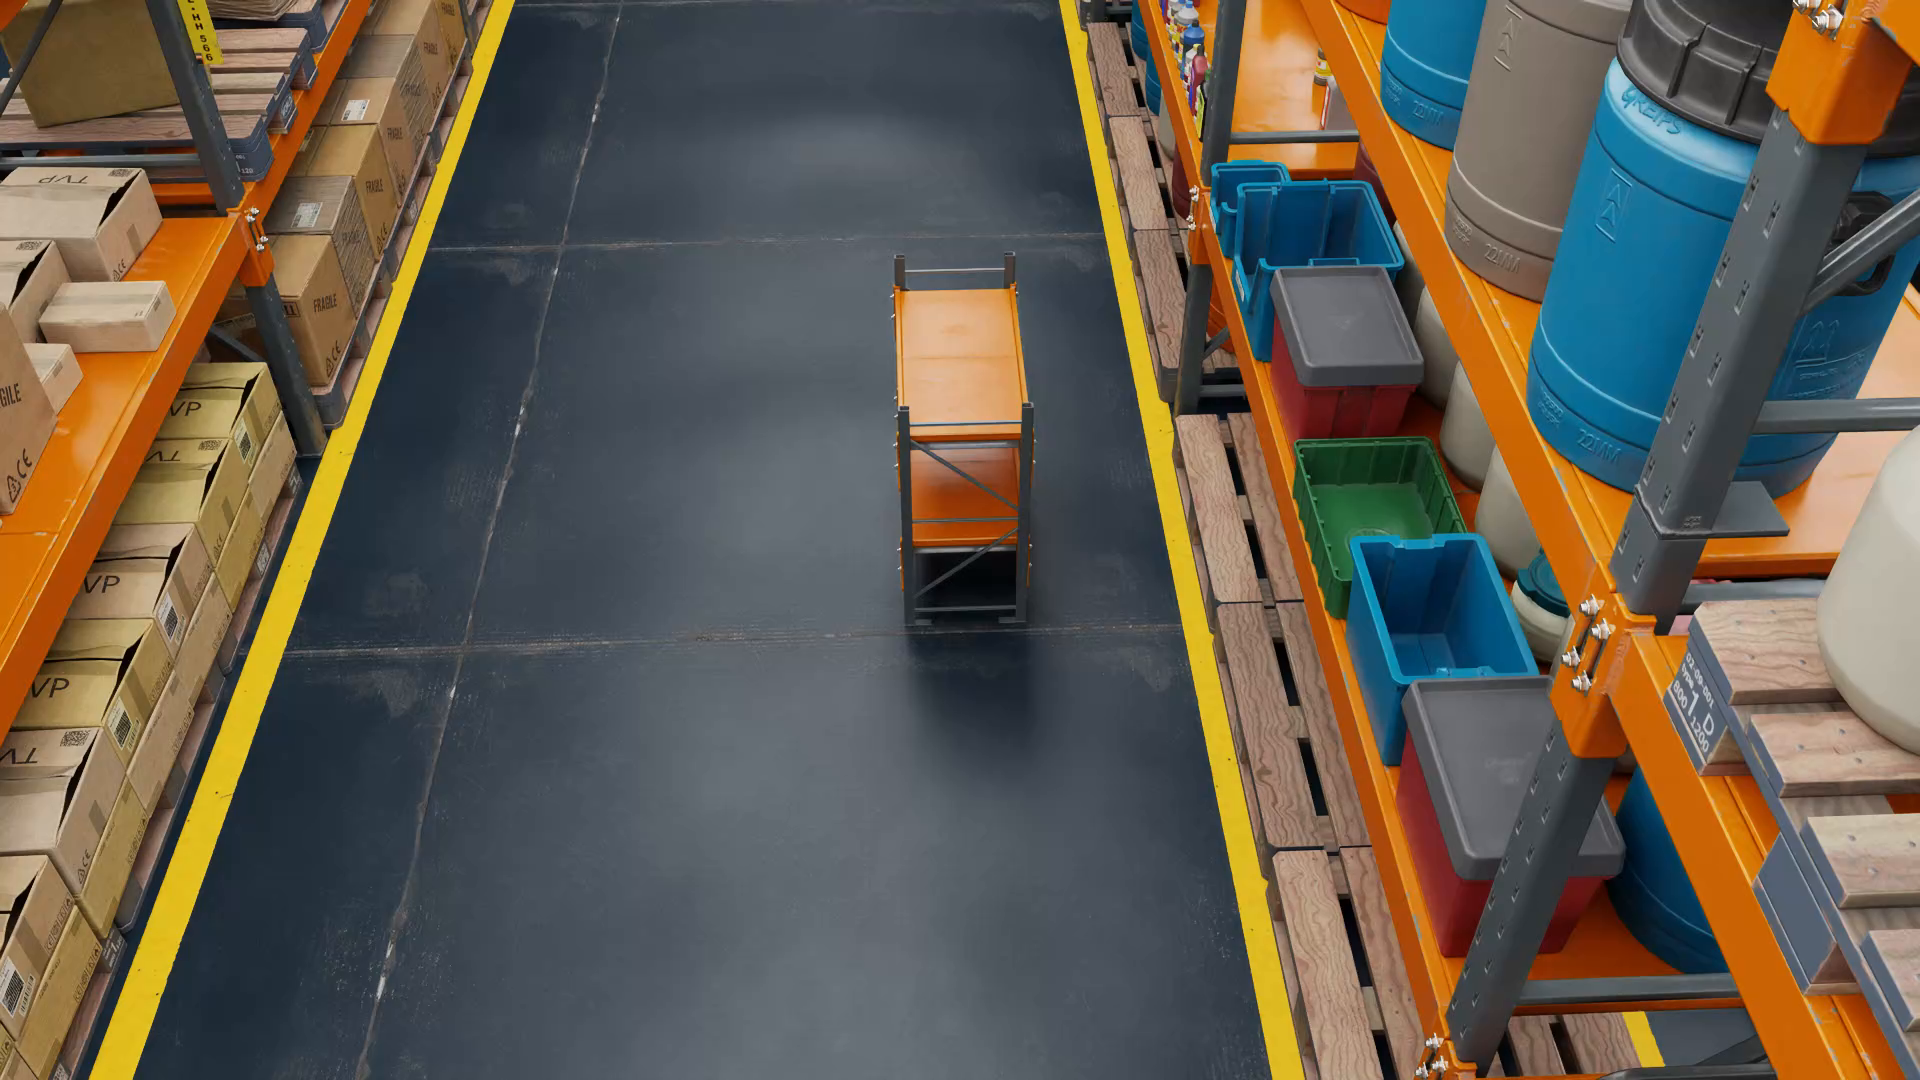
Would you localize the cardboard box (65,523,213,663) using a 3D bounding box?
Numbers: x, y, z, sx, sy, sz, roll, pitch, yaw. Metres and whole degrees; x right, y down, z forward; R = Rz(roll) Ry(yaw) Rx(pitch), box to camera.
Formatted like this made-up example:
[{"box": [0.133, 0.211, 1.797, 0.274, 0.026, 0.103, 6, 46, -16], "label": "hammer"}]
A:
[{"box": [-3.126, 0.179, 6.144, 0.500, 0.311, 0.500, -2, 43, -2], "label": "cardboard box"}]

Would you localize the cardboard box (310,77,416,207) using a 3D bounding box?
[{"box": [-3.247, -2.112, 8.859, 0.500, 0.500, 0.500, -3, 43, -3], "label": "cardboard box"}]

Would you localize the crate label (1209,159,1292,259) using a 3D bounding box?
[{"box": [1.151, -1.294, 6.566, 0.303, 0.233, 0.416, -2, 43, -2], "label": "crate label"}]

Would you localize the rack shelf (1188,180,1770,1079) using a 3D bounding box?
[{"box": [1.592, -0.036, 5.602, 1.077, 0.370, 4.000, -2, 43, -2], "label": "rack shelf"}]

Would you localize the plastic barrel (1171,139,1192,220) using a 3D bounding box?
[{"box": [1.422, -2.009, 8.696, 0.600, 0.588, 0.708, -2, 43, -2], "label": "plastic barrel"}]

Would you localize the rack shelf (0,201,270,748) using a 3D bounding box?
[{"box": [-3.357, 0.104, 5.449, 1.077, 0.370, 4.000, -2, 43, -2], "label": "rack shelf"}]

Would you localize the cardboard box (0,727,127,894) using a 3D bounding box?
[{"box": [-3.080, 0.867, 5.393, 0.500, 0.311, 0.500, -3, 43, -3], "label": "cardboard box"}]

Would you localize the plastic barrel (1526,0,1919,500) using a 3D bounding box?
[{"box": [1.439, -0.578, 3.070, 0.600, 0.901, 0.708, -2, 43, -2], "label": "plastic barrel"}]

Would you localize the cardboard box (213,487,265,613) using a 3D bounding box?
[{"box": [-3.150, 0.043, 6.707, 0.500, 0.250, 0.500, -2, 43, -2], "label": "cardboard box"}]

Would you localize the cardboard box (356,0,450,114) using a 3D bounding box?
[{"box": [-3.292, -2.794, 9.602, 0.500, 0.500, 0.500, -2, 43, -2], "label": "cardboard box"}]

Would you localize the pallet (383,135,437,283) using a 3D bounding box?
[{"box": [-3.484, -1.810, 9.069, 1.003, 0.211, 1.213, -2, 43, -2], "label": "pallet"}]

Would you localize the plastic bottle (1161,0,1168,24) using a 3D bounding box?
[{"box": [1.015, -2.641, 7.997, 0.061, 0.283, 0.133, -2, 43, -2], "label": "plastic bottle"}]

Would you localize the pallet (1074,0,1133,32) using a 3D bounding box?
[{"box": [1.267, -3.819, 11.260, 1.003, 0.211, 1.213, -2, 43, -2], "label": "pallet"}]

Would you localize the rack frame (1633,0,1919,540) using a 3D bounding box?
[{"box": [1.677, -1.162, 1.858, 1.000, 3.000, 0.127, -2, 43, -2], "label": "rack frame"}]

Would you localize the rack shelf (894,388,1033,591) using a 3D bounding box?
[{"box": [0.000, -0.239, 7.040, 0.538, 0.278, 1.000, -2, 43, -2], "label": "rack shelf"}]

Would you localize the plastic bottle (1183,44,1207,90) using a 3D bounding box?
[{"box": [1.063, -2.139, 7.510, 0.097, 0.201, 0.097, 0, 43, 0], "label": "plastic bottle"}]

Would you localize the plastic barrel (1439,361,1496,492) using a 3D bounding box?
[{"box": [1.806, -0.440, 5.410, 0.433, 0.535, 0.433, 0, 43, 0], "label": "plastic barrel"}]

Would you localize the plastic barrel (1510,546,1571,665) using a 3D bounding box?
[{"box": [1.774, 0.202, 4.912, 0.301, 0.262, 0.301, 0, 43, 0], "label": "plastic barrel"}]

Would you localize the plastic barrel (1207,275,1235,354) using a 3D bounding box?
[{"box": [1.470, -1.336, 7.783, 0.600, 0.830, 0.708, -2, 43, -2], "label": "plastic barrel"}]

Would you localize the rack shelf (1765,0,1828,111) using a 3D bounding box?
[{"box": [1.592, -2.100, 3.710, 1.077, 0.370, 4.000, -2, 43, -2], "label": "rack shelf"}]

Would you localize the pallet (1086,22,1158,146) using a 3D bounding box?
[{"box": [1.329, -2.801, 10.150, 1.003, 0.211, 1.213, -2, 43, -2], "label": "pallet"}]

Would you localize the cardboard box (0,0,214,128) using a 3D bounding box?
[{"box": [-3.581, -2.125, 6.964, 0.700, 0.500, 0.500, -15, 45, -16], "label": "cardboard box"}]

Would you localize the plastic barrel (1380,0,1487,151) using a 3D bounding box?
[{"box": [1.383, -1.462, 4.034, 0.600, 0.901, 0.708, -2, 43, -2], "label": "plastic barrel"}]

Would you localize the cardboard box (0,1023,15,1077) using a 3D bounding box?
[{"box": [-3.041, 1.555, 4.643, 0.500, 0.311, 0.500, -2, 43, -2], "label": "cardboard box"}]

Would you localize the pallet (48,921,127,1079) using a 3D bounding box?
[{"box": [-3.342, 1.720, 5.217, 1.003, 0.211, 1.213, -2, 43, -2], "label": "pallet"}]

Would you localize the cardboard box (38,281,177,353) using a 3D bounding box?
[{"box": [-3.127, -0.820, 6.110, 0.380, 0.149, 0.250, -2, 43, -2], "label": "cardboard box"}]

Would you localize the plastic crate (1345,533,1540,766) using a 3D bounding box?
[{"box": [1.320, 0.319, 4.694, 0.392, 0.384, 0.575, -2, 43, -2], "label": "plastic crate"}]

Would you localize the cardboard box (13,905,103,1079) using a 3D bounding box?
[{"box": [-3.062, 1.423, 5.202, 0.500, 0.250, 0.500, -1, 43, -1], "label": "cardboard box"}]

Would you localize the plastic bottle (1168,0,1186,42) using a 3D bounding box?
[{"box": [1.043, -2.467, 7.869, 0.097, 0.201, 0.097, 0, 43, 0], "label": "plastic bottle"}]

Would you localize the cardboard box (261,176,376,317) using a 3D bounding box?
[{"box": [-3.203, -1.421, 8.105, 0.500, 0.500, 0.500, -3, 43, -3], "label": "cardboard box"}]

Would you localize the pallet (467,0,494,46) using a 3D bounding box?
[{"box": [-3.640, -3.648, 11.073, 1.003, 0.211, 1.213, -2, 43, -2], "label": "pallet"}]

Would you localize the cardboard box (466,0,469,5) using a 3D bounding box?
[{"box": [-3.413, -3.673, 10.701, 0.500, 0.311, 0.500, -2, 43, -2], "label": "cardboard box"}]

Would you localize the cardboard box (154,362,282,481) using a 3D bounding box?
[{"box": [-3.173, -0.513, 6.899, 0.500, 0.311, 0.500, -1, 43, -1], "label": "cardboard box"}]

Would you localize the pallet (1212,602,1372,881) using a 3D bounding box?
[{"box": [1.550, 0.722, 6.306, 1.003, 0.211, 1.213, -2, 43, -2], "label": "pallet"}]

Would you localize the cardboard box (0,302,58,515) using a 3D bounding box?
[{"box": [-3.354, -0.416, 5.410, 0.500, 0.500, 0.500, -4, 43, -4], "label": "cardboard box"}]

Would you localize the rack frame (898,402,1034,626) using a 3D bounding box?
[{"box": [0.021, -0.076, 6.500, 0.500, 1.125, 0.032, -2, 43, -2], "label": "rack frame"}]

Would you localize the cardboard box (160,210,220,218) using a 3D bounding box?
[{"box": [-3.723, -1.691, 7.845, 0.500, 0.250, 0.500, 0, 43, 0], "label": "cardboard box"}]

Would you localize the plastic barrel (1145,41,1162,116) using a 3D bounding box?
[{"box": [1.374, -2.887, 9.422, 0.600, 0.901, 0.708, -2, 43, -2], "label": "plastic barrel"}]

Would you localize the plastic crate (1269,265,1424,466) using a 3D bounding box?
[{"box": [1.270, -0.575, 5.610, 0.402, 0.464, 0.583, -2, 43, -2], "label": "plastic crate"}]

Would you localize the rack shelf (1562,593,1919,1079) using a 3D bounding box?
[{"box": [1.762, 1.559, 1.642, 1.077, 0.370, 4.000, -2, 43, -2], "label": "rack shelf"}]

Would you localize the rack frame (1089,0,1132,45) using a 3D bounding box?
[{"box": [1.337, -4.352, 9.778, 1.000, 3.000, 0.127, -2, 43, -2], "label": "rack frame"}]

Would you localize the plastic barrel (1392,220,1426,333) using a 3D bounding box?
[{"box": [1.764, -1.004, 6.043, 0.421, 0.512, 0.421, 0, 43, 0], "label": "plastic barrel"}]

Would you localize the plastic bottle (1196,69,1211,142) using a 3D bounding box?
[{"box": [1.064, -1.869, 7.155, 0.061, 0.283, 0.133, -2, 43, -2], "label": "plastic bottle"}]

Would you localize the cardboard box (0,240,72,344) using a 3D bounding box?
[{"box": [-3.597, -0.869, 6.044, 0.500, 0.311, 0.500, -2, 43, -2], "label": "cardboard box"}]

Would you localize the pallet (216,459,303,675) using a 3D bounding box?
[{"box": [-3.446, 0.073, 7.014, 1.003, 0.211, 1.213, -2, 43, -2], "label": "pallet"}]

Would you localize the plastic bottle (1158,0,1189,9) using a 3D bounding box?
[{"box": [1.050, -2.774, 8.093, 0.144, 0.351, 0.185, -2, 43, -2], "label": "plastic bottle"}]

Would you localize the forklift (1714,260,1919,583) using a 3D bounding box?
[{"box": [3.154, -0.544, 5.675, 1.130, 2.935, 3.031, -1, 43, -2], "label": "forklift"}]

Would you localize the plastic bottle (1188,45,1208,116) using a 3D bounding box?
[{"box": [1.054, -2.025, 7.325, 0.061, 0.283, 0.133, -2, 43, -2], "label": "plastic bottle"}]

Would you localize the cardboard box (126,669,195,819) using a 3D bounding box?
[{"box": [-3.107, 0.730, 5.958, 0.500, 0.250, 0.500, -1, 43, -1], "label": "cardboard box"}]

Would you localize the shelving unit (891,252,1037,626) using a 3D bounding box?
[{"box": [0.000, -0.419, 6.875, 0.538, 1.125, 1.048, -2, 43, -2], "label": "shelving unit"}]

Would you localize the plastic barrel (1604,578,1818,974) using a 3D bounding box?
[{"box": [1.963, 0.595, 4.010, 0.600, 0.901, 0.708, -2, 43, -2], "label": "plastic barrel"}]

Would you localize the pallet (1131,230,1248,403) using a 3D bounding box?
[{"box": [1.432, -1.154, 8.353, 1.003, 0.211, 1.213, -2, 43, -2], "label": "pallet"}]

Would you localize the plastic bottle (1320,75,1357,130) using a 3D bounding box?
[{"box": [1.660, -1.902, 7.197, 0.152, 0.276, 0.135, -2, 43, -2], "label": "plastic bottle"}]

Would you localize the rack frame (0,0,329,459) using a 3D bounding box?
[{"box": [-3.442, -1.512, 6.679, 1.000, 3.000, 0.127, -2, 43, -2], "label": "rack frame"}]

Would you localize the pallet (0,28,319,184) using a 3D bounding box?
[{"box": [-3.541, -1.896, 7.241, 1.213, 0.211, 1.003, -2, 43, -2], "label": "pallet"}]

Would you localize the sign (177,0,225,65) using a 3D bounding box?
[{"box": [-2.887, -1.957, 6.308, 0.100, 0.325, 0.005, -2, 43, -2], "label": "sign"}]

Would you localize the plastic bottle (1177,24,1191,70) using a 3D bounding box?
[{"box": [1.055, -2.270, 7.654, 0.097, 0.201, 0.097, 0, 43, 0], "label": "plastic bottle"}]
